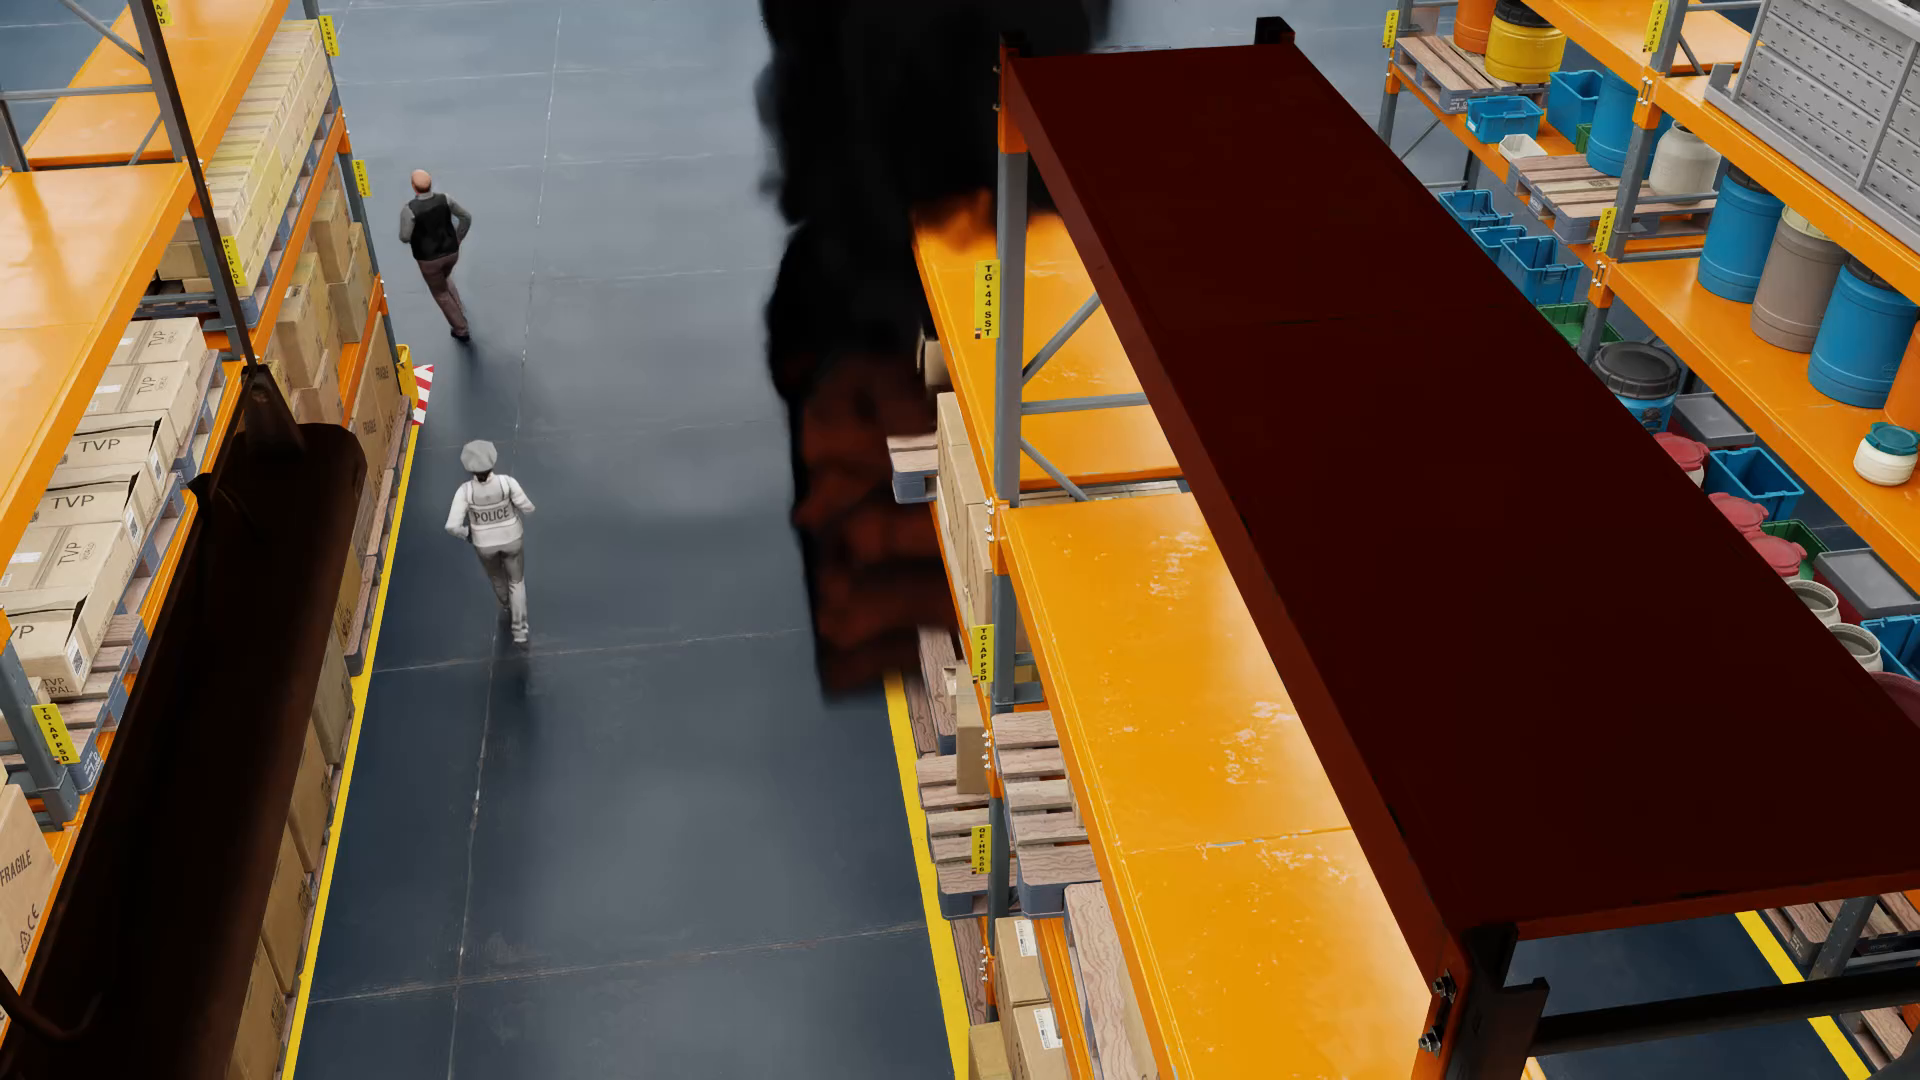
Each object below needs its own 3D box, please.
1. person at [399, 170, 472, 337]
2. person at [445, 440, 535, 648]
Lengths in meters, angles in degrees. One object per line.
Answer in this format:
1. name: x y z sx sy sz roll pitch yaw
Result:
1. person: -4.940 -2.724 15.639 0.637 1.618 0.662 29 45 34
2. person: -3.340 0.000 11.970 0.617 1.667 0.957 -9 37 -12
